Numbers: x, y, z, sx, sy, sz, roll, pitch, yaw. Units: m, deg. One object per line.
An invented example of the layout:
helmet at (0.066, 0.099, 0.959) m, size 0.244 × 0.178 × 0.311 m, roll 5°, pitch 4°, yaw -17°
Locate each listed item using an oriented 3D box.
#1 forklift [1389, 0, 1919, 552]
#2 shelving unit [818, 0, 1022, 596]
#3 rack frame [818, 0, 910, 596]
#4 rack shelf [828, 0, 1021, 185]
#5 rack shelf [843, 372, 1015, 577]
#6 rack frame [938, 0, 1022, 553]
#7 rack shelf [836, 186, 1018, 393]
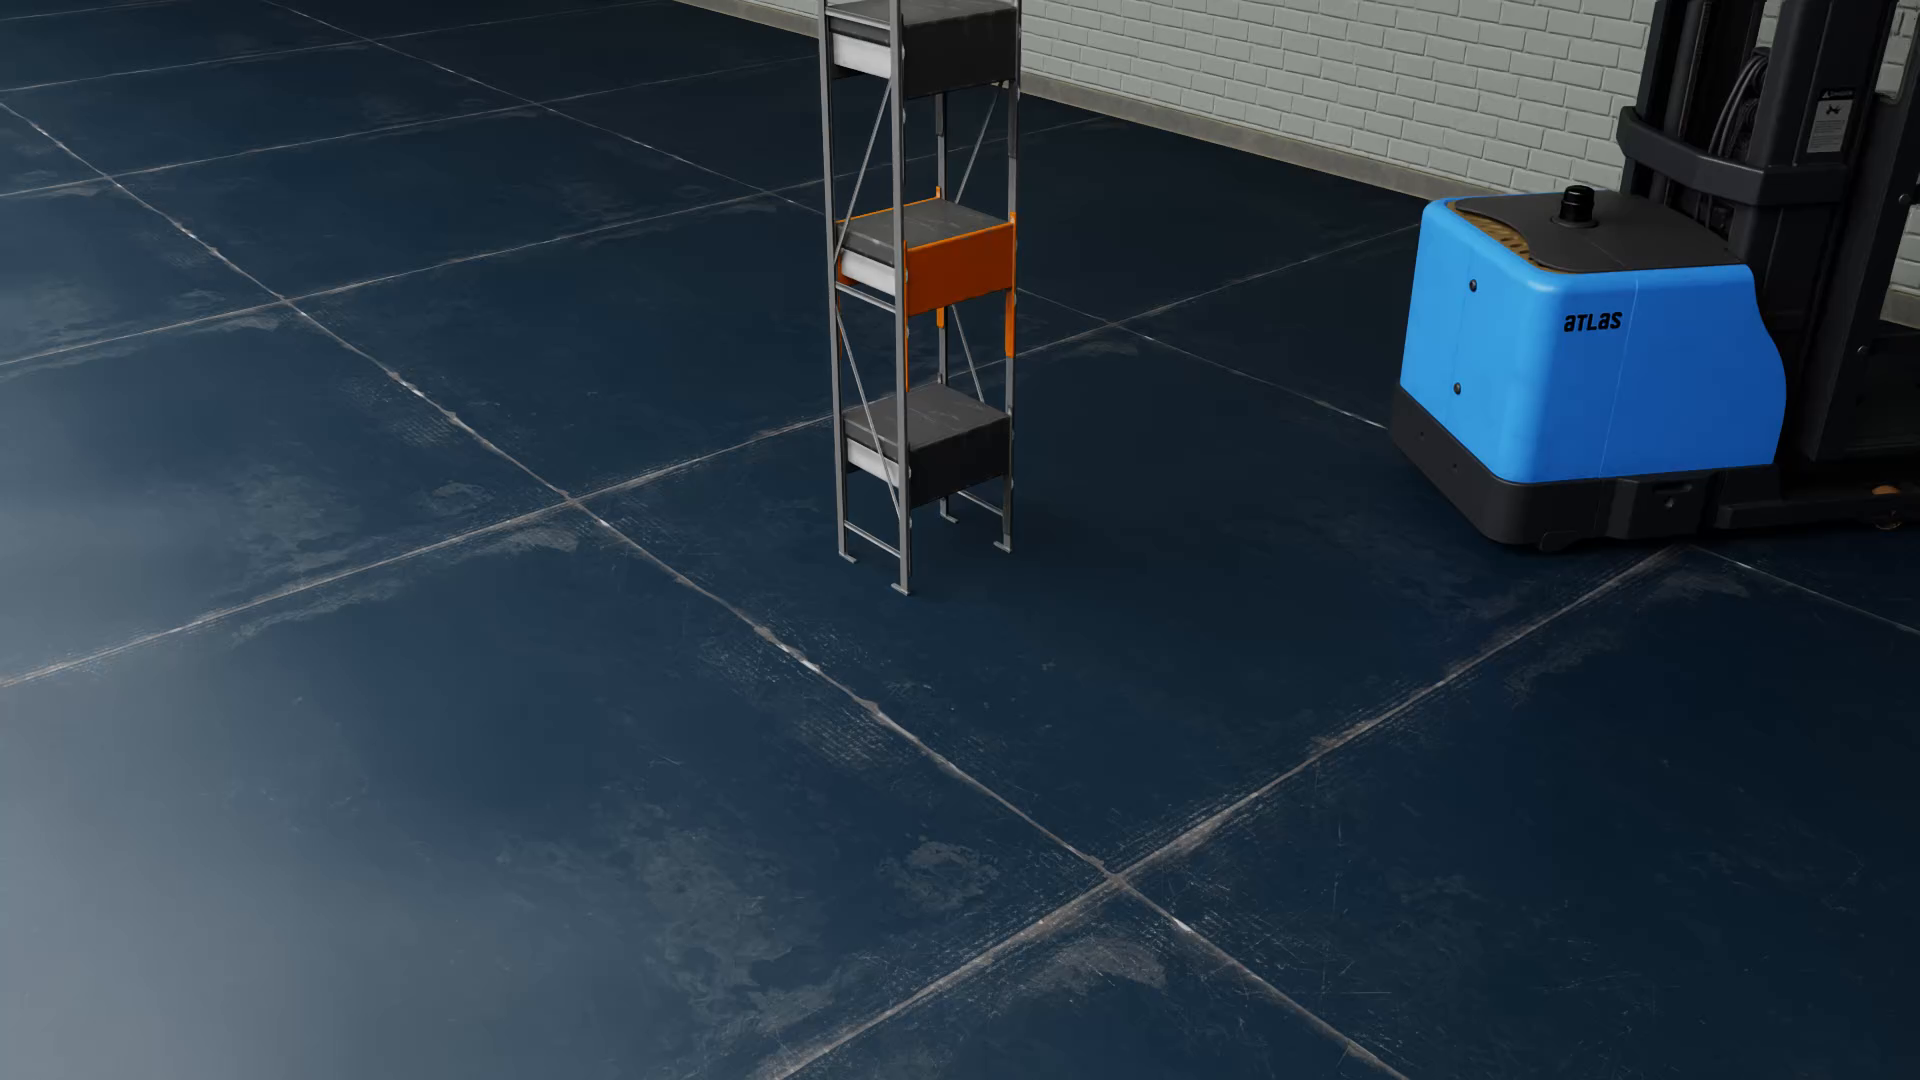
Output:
forklift at (3.345, -1.572, 6.082) m, size 3.031 × 2.935 × 1.130 m, roll -5°, pitch 28°, yaw -9°
shelving unit at (-0.126, -0.875, 5.660) m, size 0.503 × 2.100 × 0.431 m, roll -22°, pitch 35°, yaw -35°
rack frame at (-0.312, -0.801, 5.521) m, size 0.015 × 2.100 × 0.400 m, roll -22°, pitch 35°, yaw -35°
rack shelf at (-0.126, -1.481, 5.337) m, size 0.480 × 0.518 × 0.431 m, roll -22°, pitch 35°, yaw -35°
rack shelf at (-0.126, -0.246, 5.997) m, size 0.480 × 0.518 × 0.431 m, roll -22°, pitch 35°, yaw -35°
rack frame at (0.060, -0.950, 5.800) m, size 0.015 × 2.100 × 0.400 m, roll -22°, pitch 35°, yaw -35°
rack shelf at (-0.126, -0.863, 5.667) m, size 0.480 × 0.518 × 0.431 m, roll -22°, pitch 35°, yaw -35°
